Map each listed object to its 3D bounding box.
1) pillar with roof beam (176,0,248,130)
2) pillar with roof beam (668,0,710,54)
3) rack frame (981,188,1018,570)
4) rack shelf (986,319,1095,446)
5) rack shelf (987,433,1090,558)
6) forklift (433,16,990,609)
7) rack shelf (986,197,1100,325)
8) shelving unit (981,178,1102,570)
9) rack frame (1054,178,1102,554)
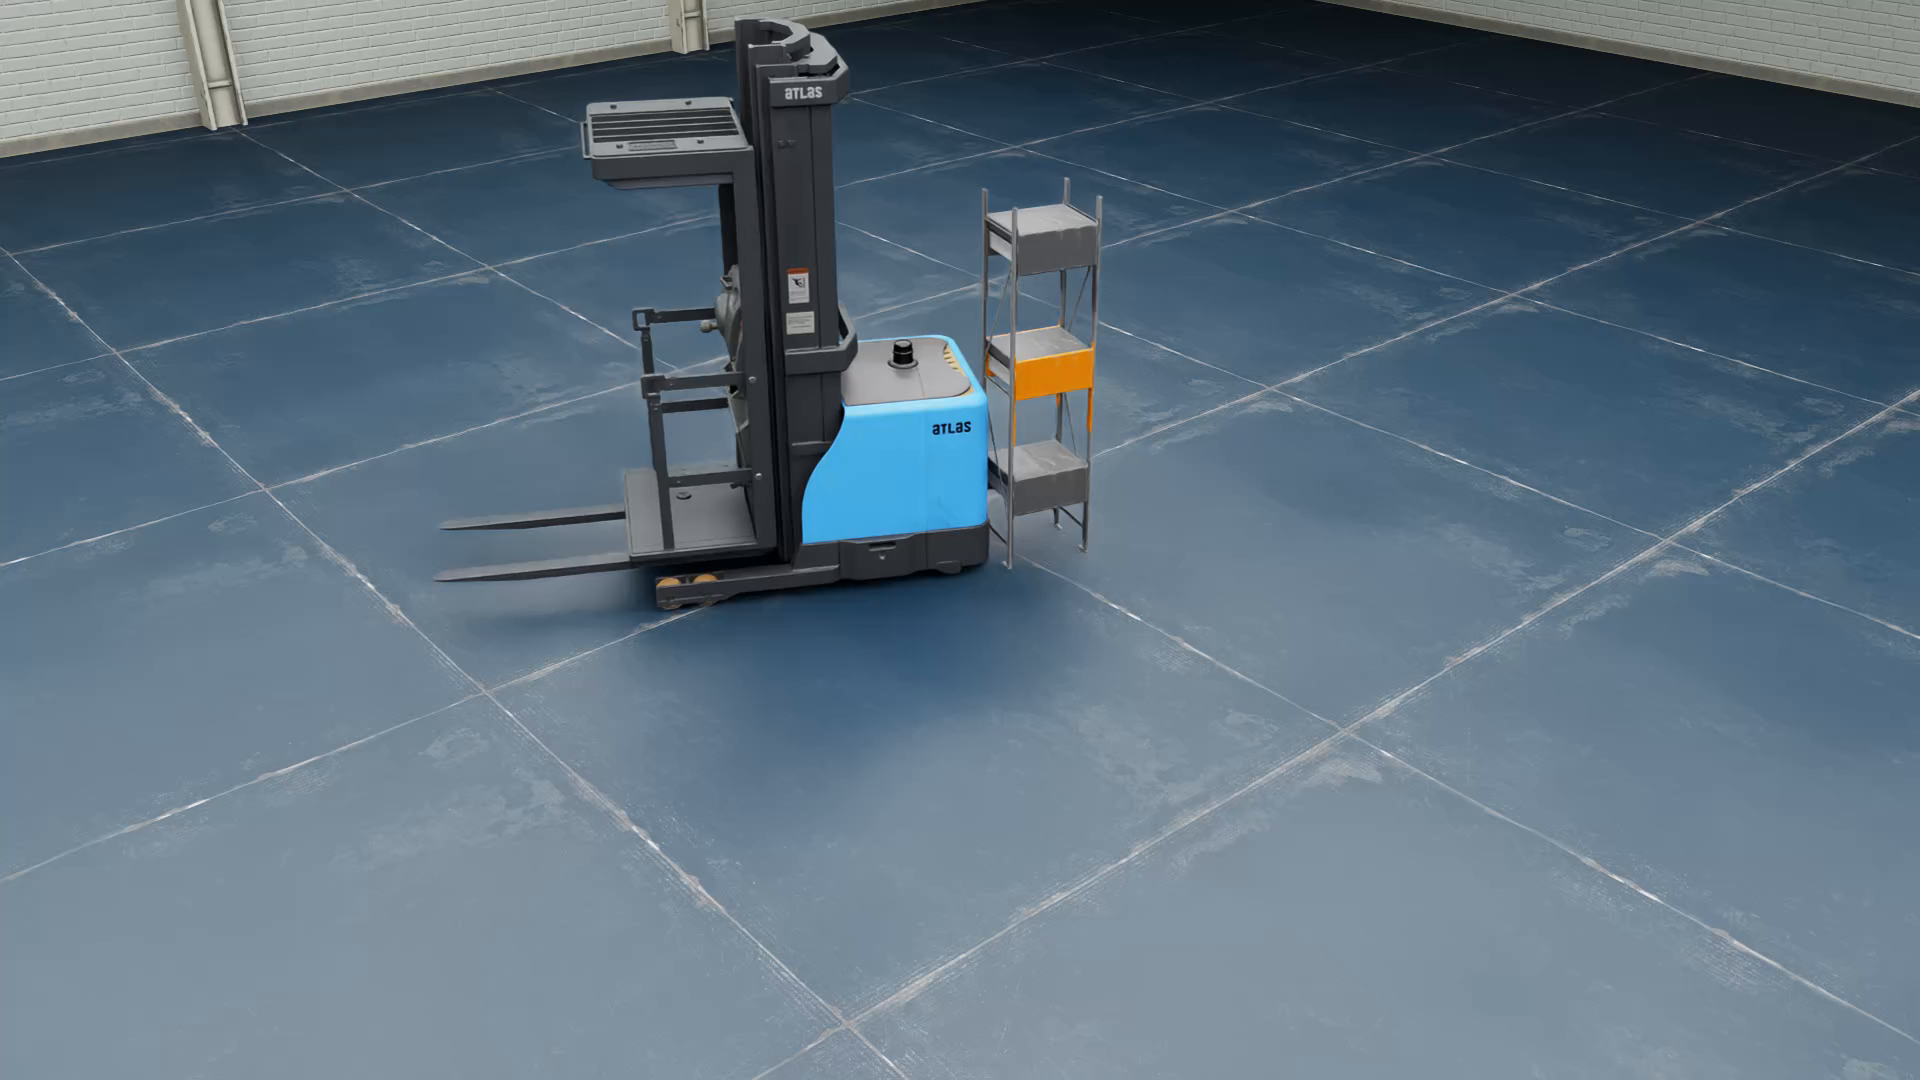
[{"bbox_3d":[-5.293,-6.997,13.295,0.400,9.000,9.100,-22,35,-35],"label":"pillar with roof beam"},{"bbox_3d":[-0.728,-8.832,16.729,0.400,9.000,9.100,-22,35,-35],"label":"pillar with roof beam"},{"bbox_3d":[0.205,-0.841,9.096,0.015,2.100,0.400,-12,30,-21],"label":"rack frame"},{"bbox_3d":[0.427,-0.876,9.191,0.480,0.518,0.431,-12,30,-21],"label":"rack shelf"},{"bbox_3d":[0.427,-0.259,9.521,0.480,0.518,0.431,-12,30,-21],"label":"rack shelf"},{"bbox_3d":[-1.406,-1.189,8.864,3.031,2.935,1.130,-6,29,-11],"label":"forklift"},{"bbox_3d":[0.427,-1.494,8.861,0.480,0.518,0.431,-12,30,-21],"label":"rack shelf"},{"bbox_3d":[0.427,-0.888,9.184,0.503,2.100,0.431,-12,30,-21],"label":"shelving unit"},{"bbox_3d":[0.650,-0.935,9.273,0.015,2.100,0.400,-12,30,-21],"label":"rack frame"}]
